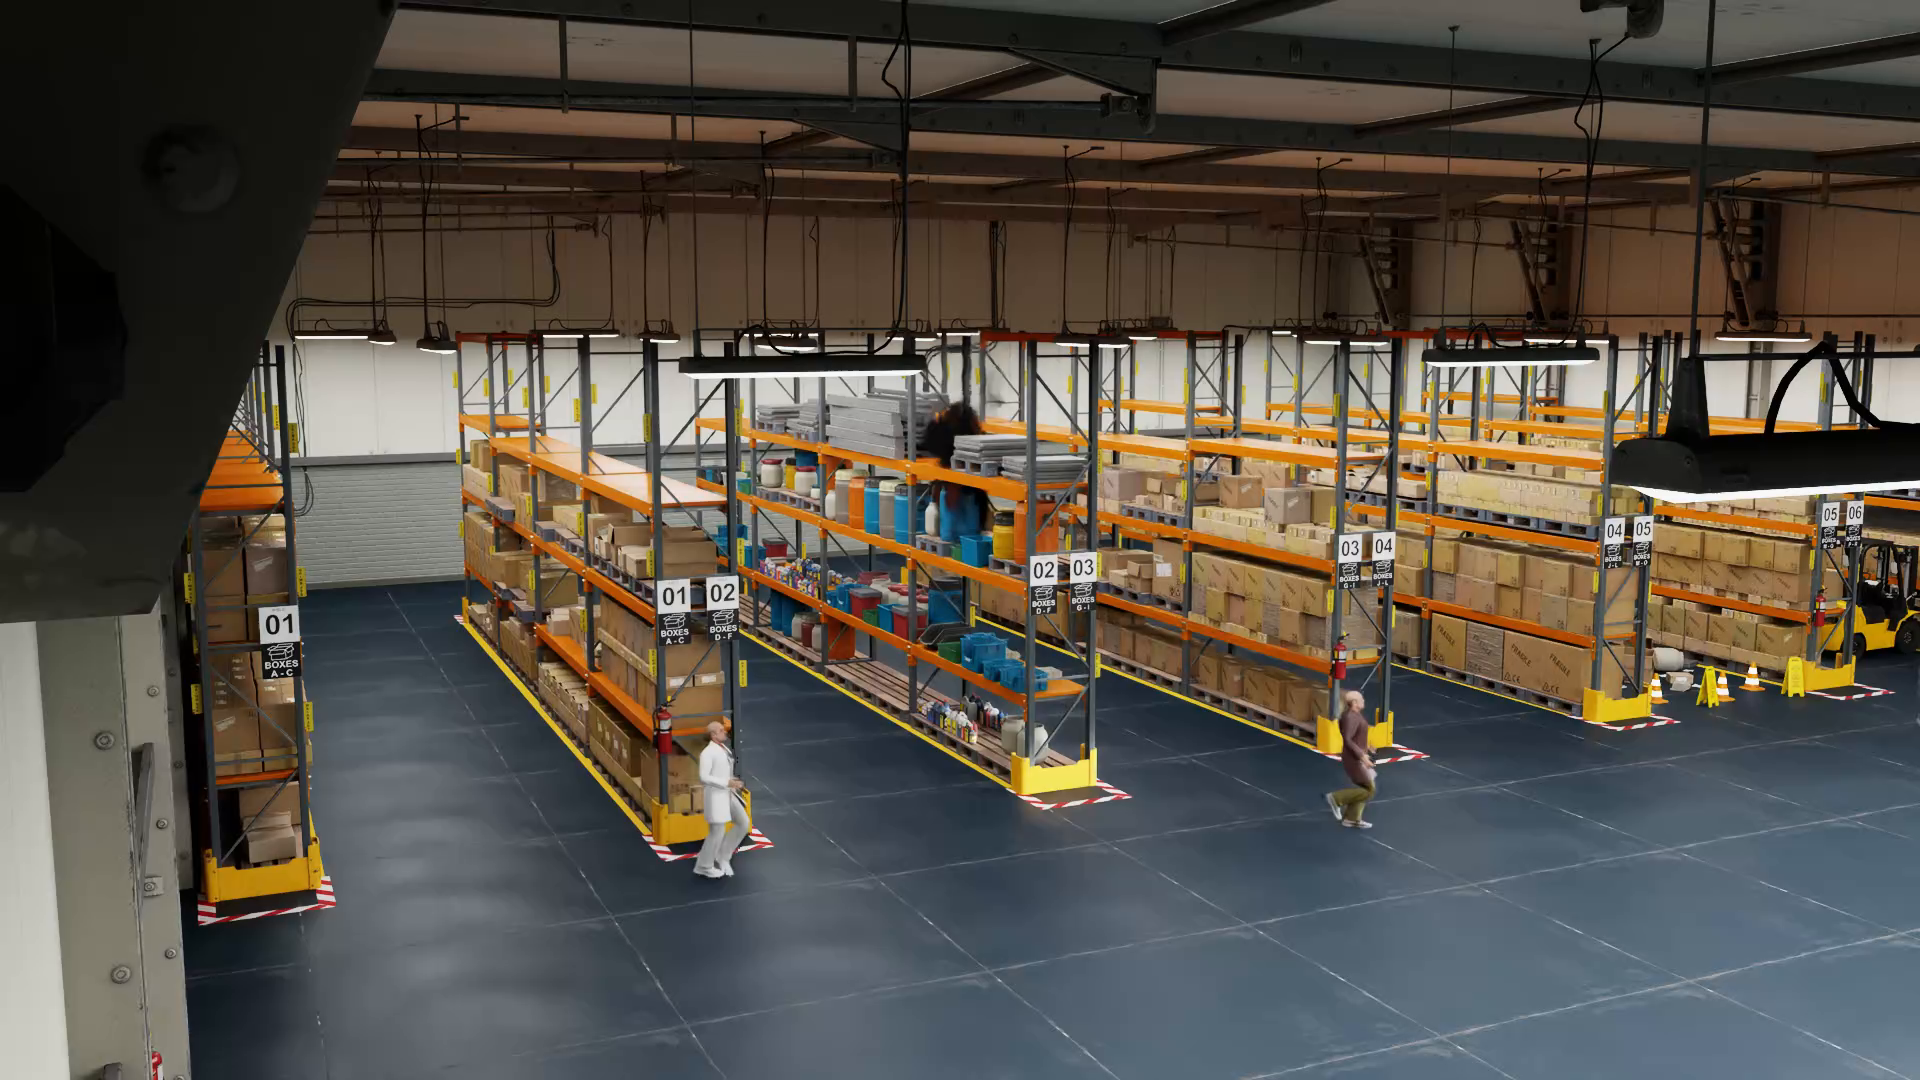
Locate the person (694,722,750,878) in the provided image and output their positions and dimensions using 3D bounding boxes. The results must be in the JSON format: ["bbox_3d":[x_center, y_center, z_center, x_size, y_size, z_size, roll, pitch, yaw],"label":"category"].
[{"bbox_3d":[-2.690,3.033,18.841,0.630,1.581,0.726,2,8,15],"label":"person"}]

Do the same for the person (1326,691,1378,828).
[{"bbox_3d":[4.849,2.719,20.578,0.640,1.737,0.709,1,8,4],"label":"person"}]
